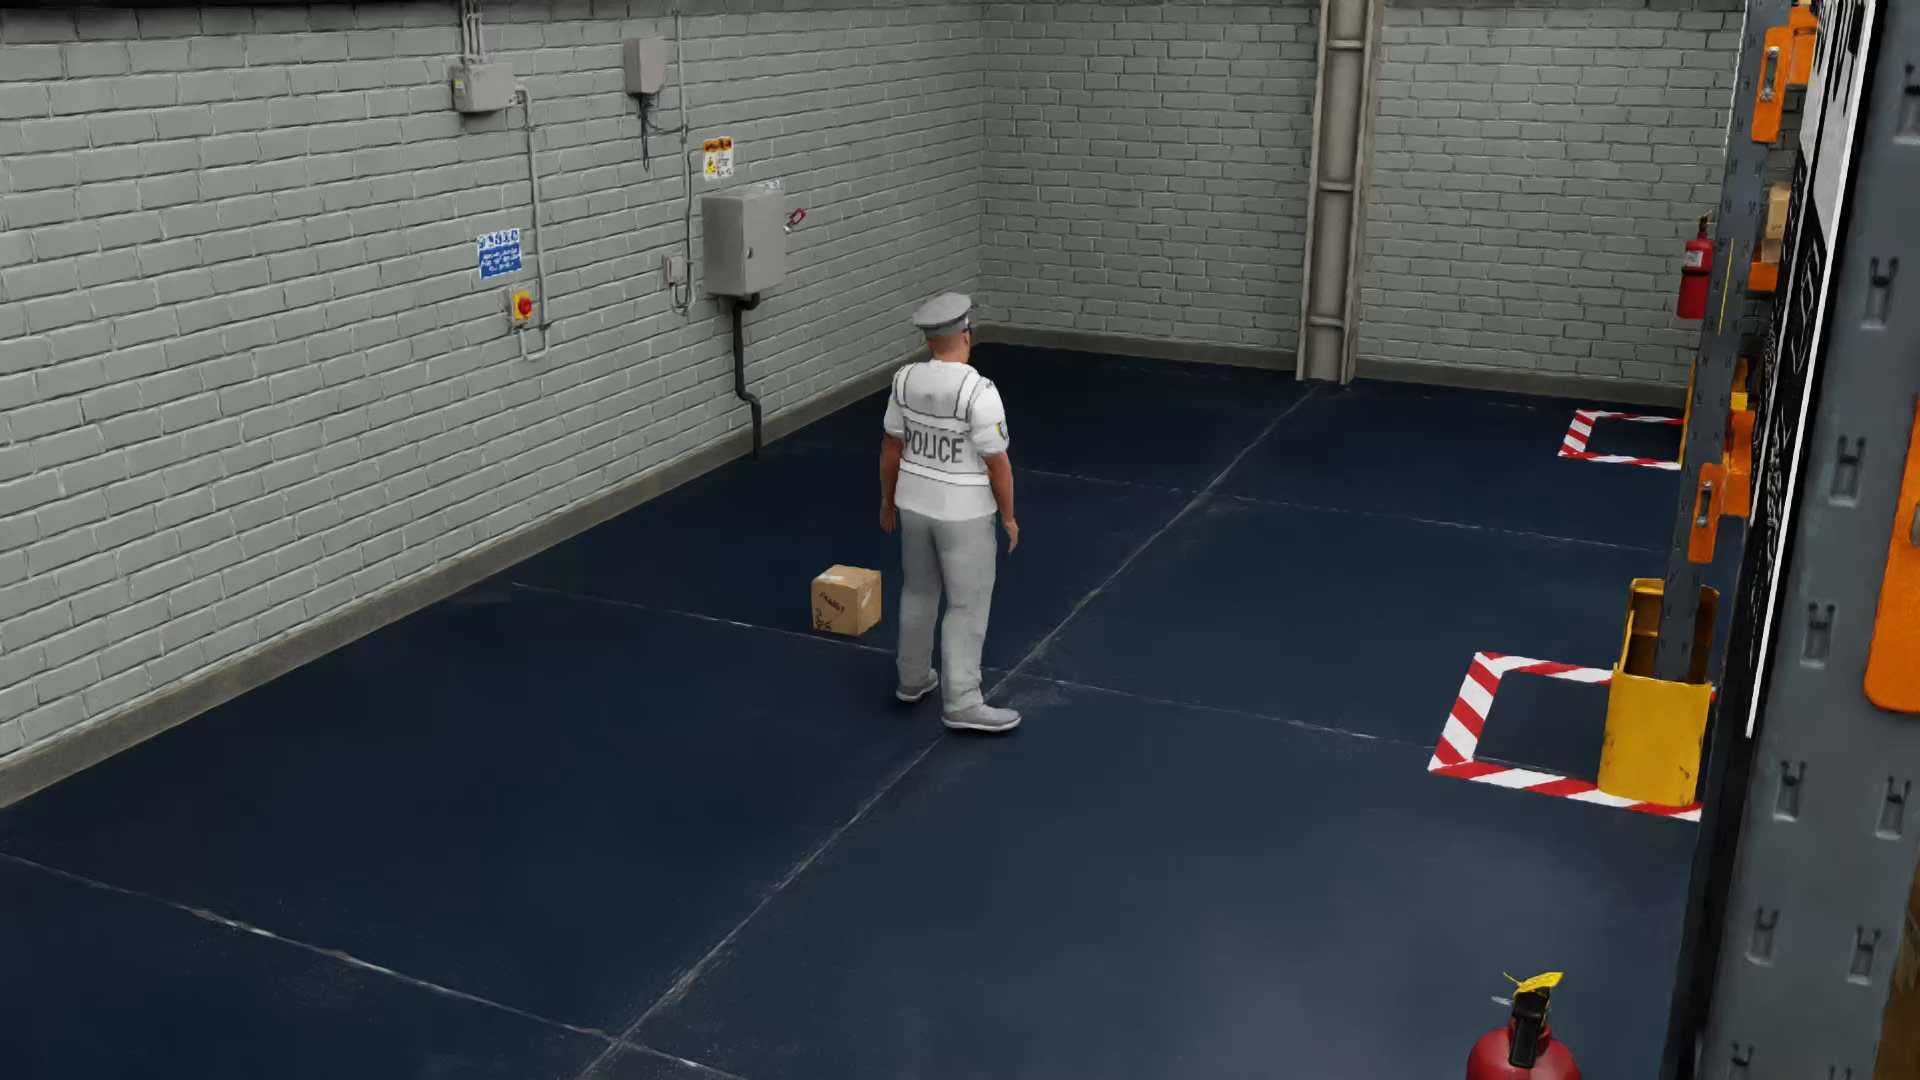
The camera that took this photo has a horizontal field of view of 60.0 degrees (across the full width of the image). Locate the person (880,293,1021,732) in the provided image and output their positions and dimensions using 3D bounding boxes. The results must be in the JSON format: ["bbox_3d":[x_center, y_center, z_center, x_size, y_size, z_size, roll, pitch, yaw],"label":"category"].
[{"bbox_3d":[-0.038,-0.120,6.816,0.691,1.770,0.398,14,23,35],"label":"person"}]
